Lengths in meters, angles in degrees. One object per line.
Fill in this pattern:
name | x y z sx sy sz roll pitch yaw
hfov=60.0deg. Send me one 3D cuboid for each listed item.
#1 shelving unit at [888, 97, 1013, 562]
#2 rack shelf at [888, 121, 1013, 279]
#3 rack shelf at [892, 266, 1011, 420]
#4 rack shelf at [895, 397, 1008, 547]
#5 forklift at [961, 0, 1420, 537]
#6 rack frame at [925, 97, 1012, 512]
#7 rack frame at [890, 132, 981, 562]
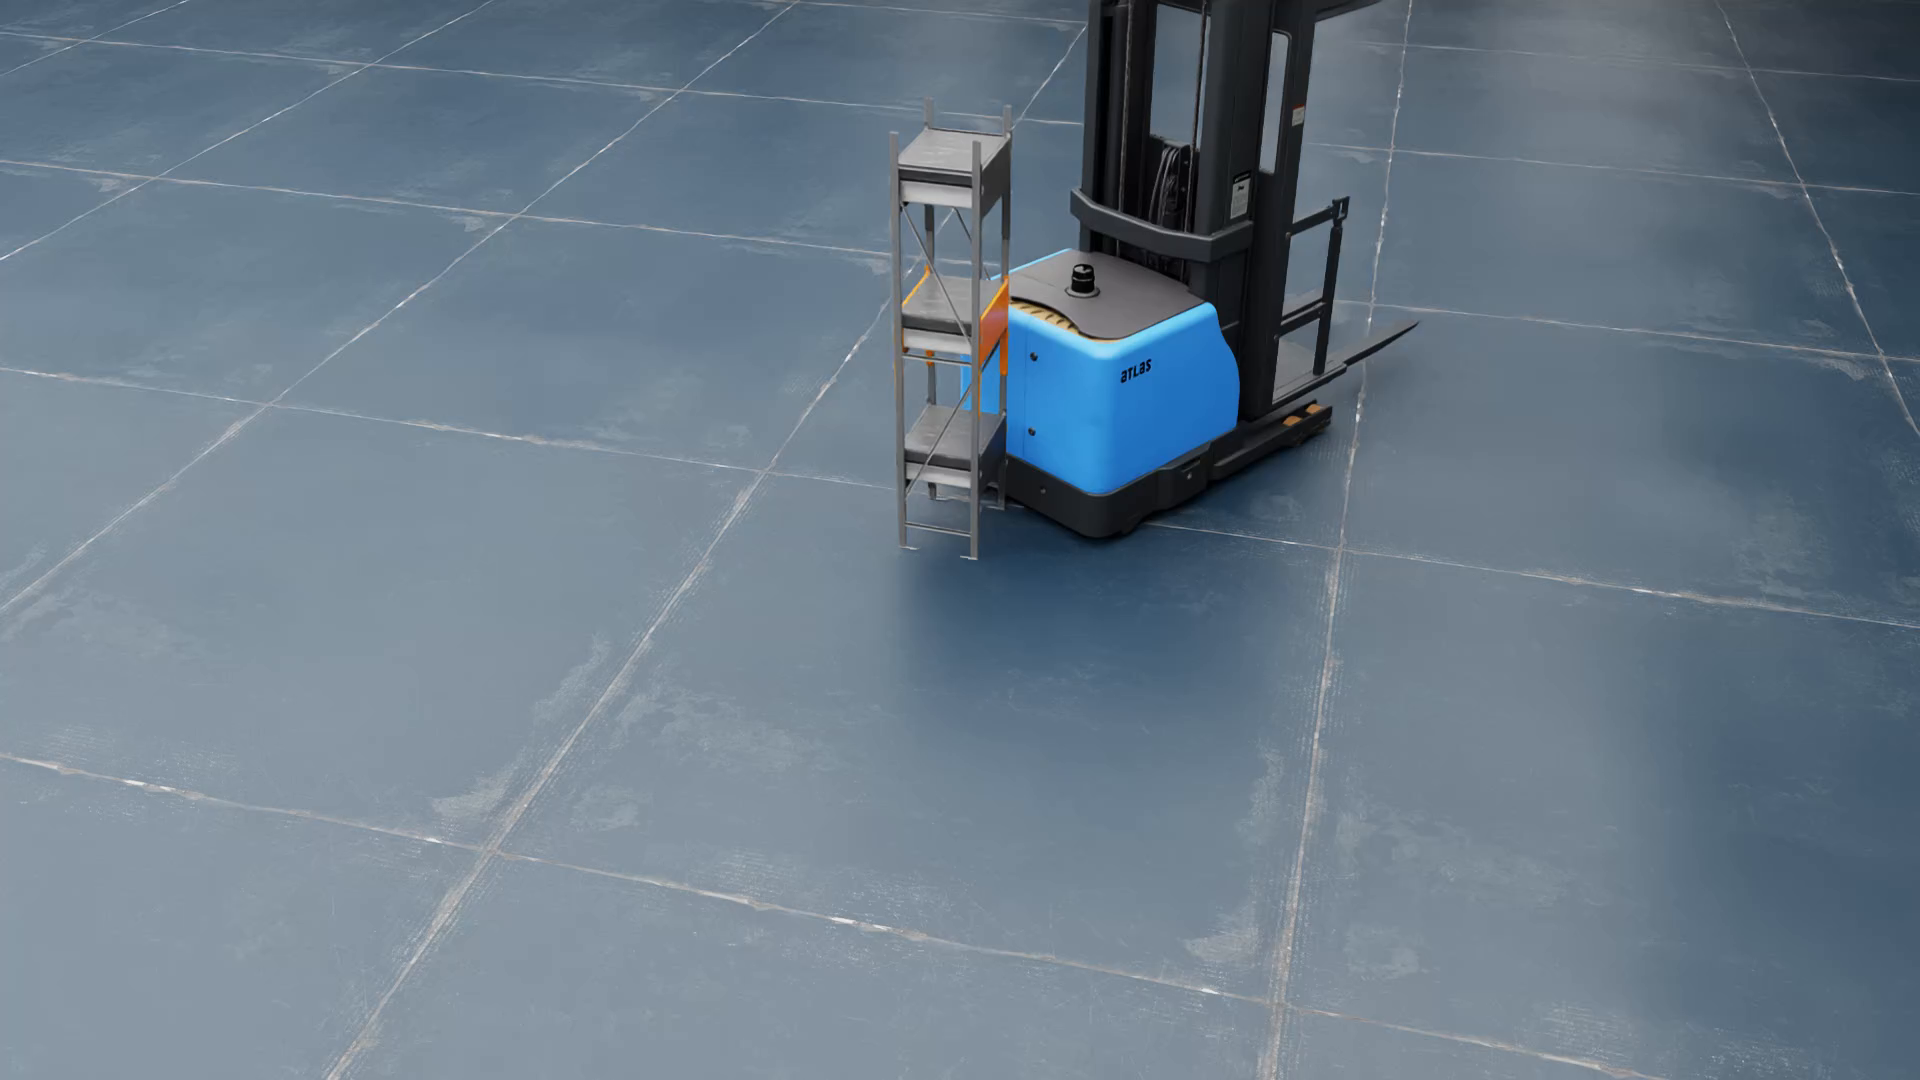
shelving unit | -0.035 -0.940 7.772 0.431 2.100 0.503 9 34 14
rack shelf | -0.035 -1.519 7.404 0.431 0.518 0.480 9 34 14
rack shelf | -0.035 -0.929 7.779 0.431 0.518 0.480 9 34 14
rack shelf | -0.035 -0.338 8.155 0.431 0.518 0.480 9 34 14
forklift | 1.407 -1.927 8.549 3.031 2.935 1.130 -27 41 -35
rack frame | 0.035 -1.066 7.969 0.400 2.100 0.015 9 34 14
rack frame | -0.106 -0.815 7.575 0.400 2.100 0.015 9 34 14
